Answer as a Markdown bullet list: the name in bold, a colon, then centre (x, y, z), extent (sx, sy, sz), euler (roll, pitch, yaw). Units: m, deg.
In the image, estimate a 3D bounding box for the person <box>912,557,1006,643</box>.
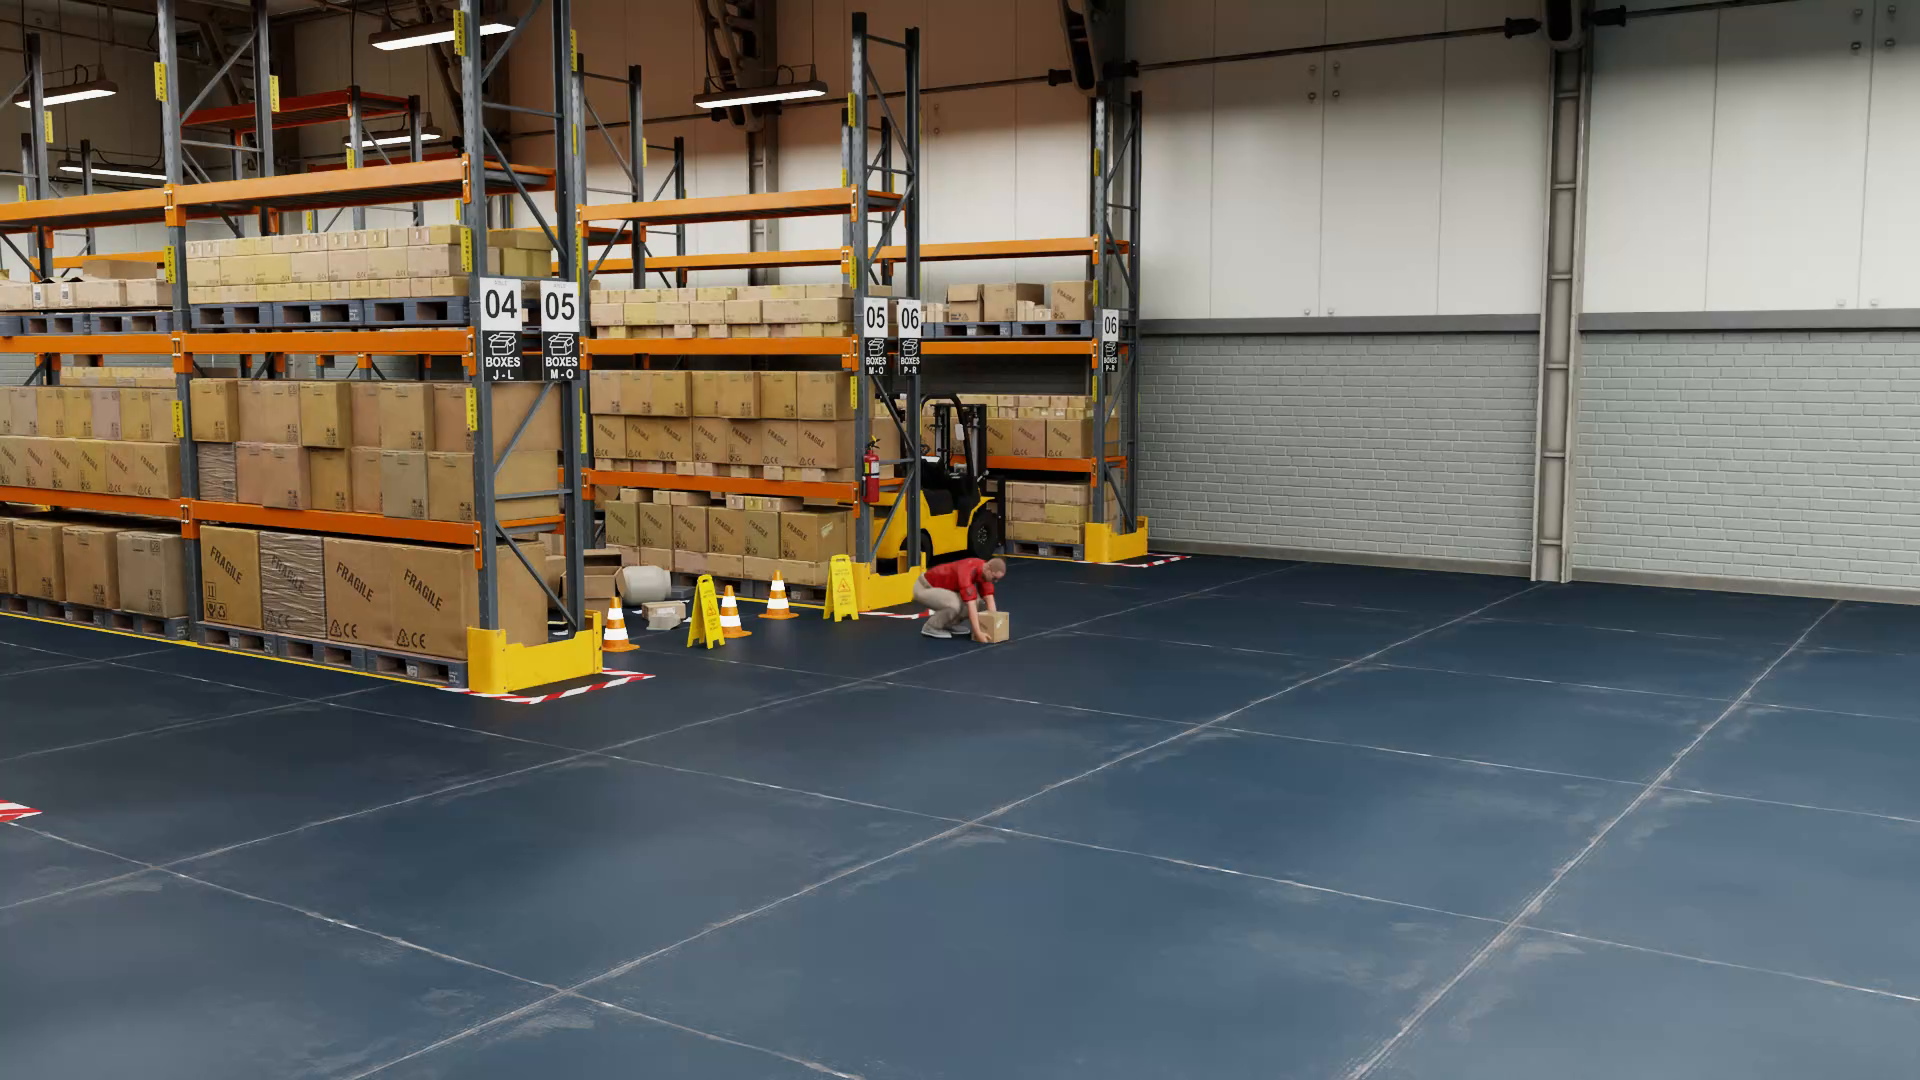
- **person**: centre (0.008, 0.554, 15.496), extent (0.912, 0.822, 0.536), euler (4, 7, 32)
